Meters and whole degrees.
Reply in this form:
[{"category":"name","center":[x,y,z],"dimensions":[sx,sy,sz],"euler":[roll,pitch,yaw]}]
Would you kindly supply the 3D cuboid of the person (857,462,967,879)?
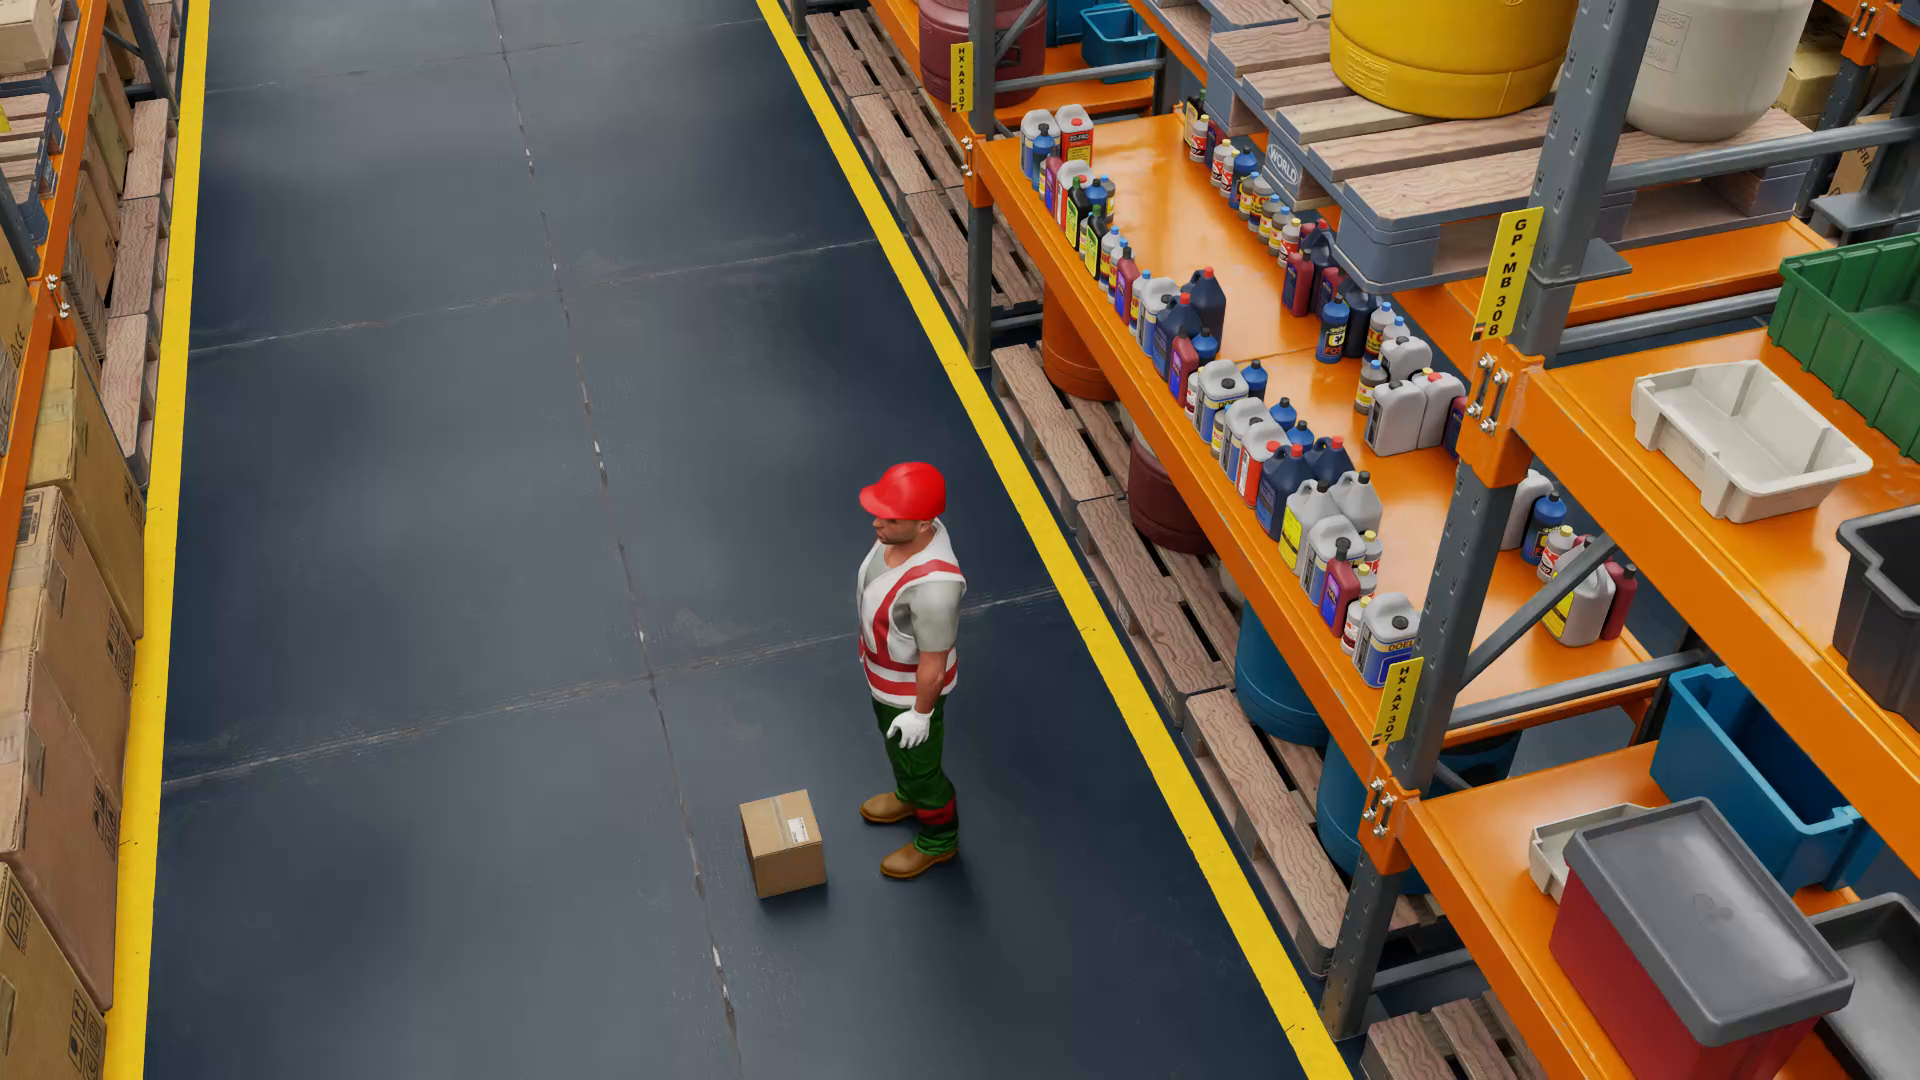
[{"category":"person","center":[-0.177,0.447,5.643],"dimensions":[0.337,1.789,0.524],"euler":[-11,43,-12]}]
